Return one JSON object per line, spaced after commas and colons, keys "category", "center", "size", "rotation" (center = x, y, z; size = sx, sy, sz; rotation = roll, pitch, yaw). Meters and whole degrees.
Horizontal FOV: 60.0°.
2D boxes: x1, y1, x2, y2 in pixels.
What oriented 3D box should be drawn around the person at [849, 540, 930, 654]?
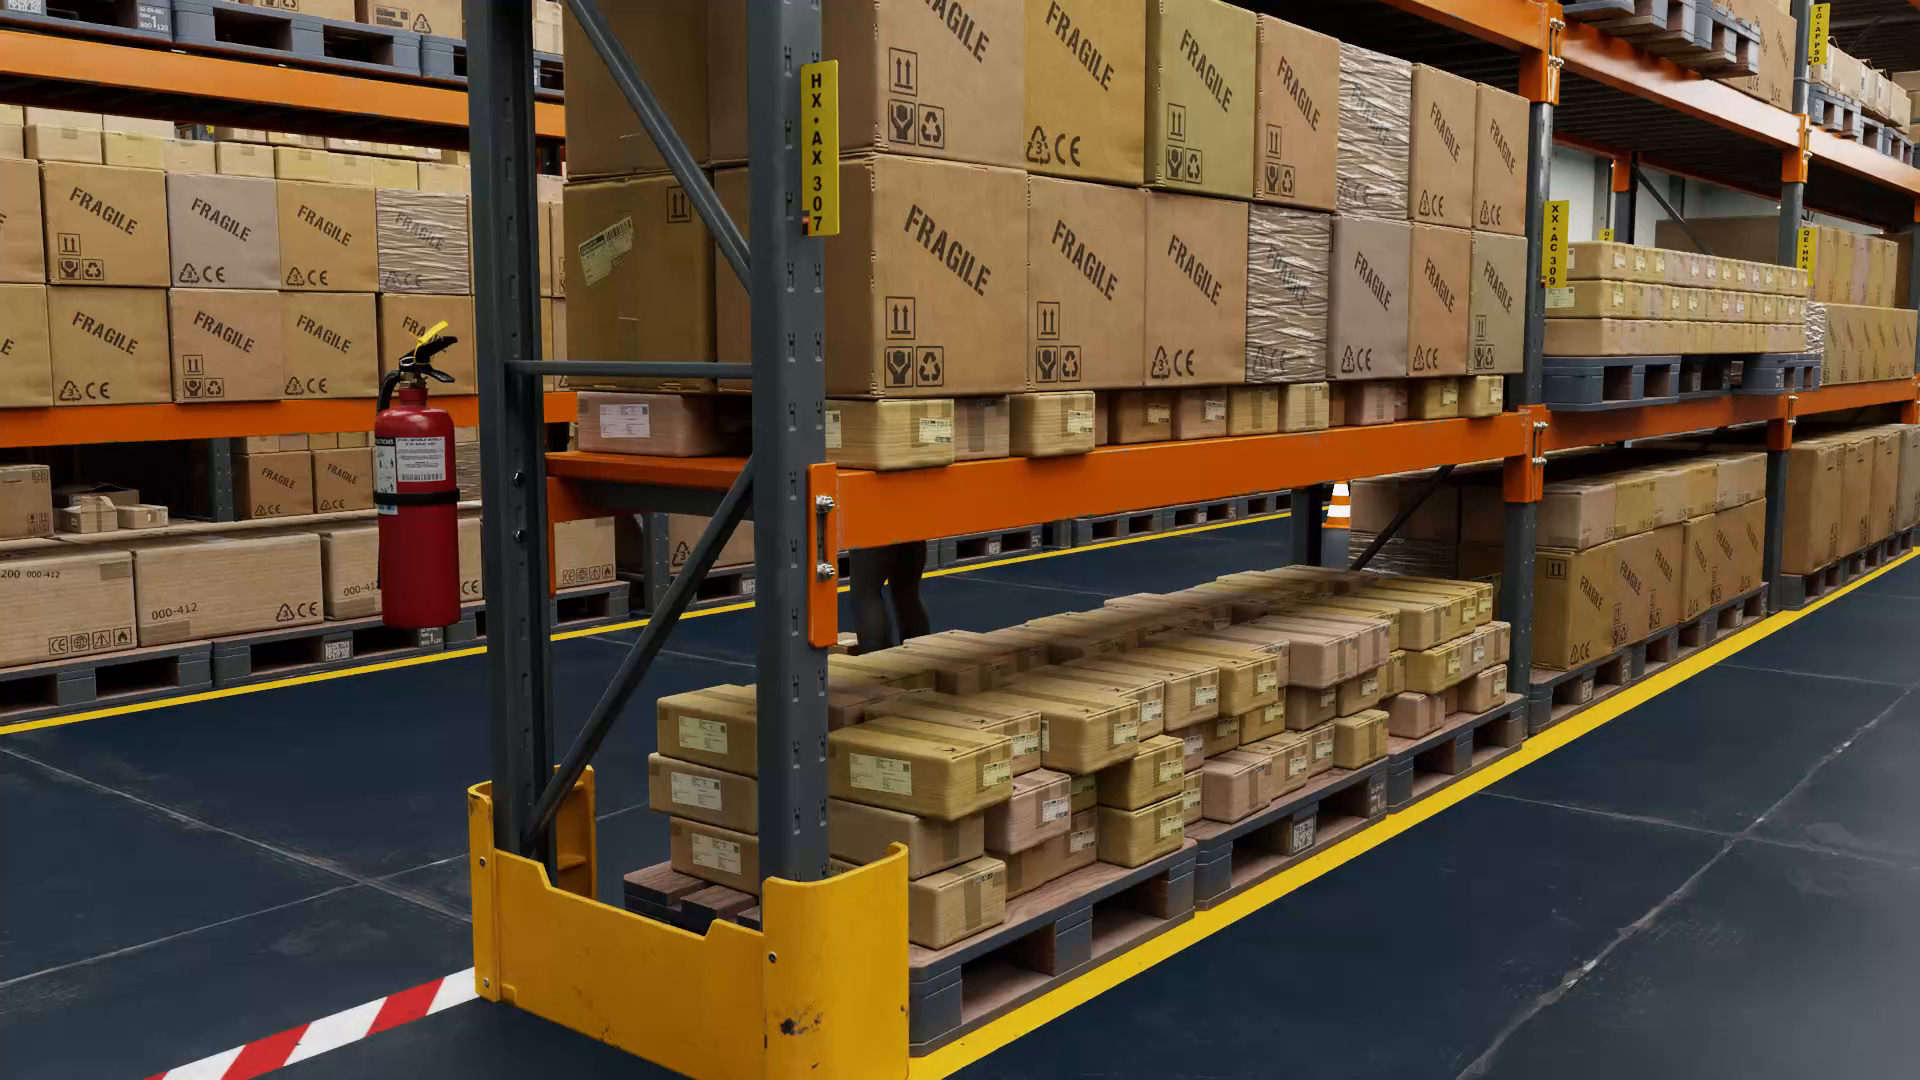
{"category": "person", "center": [-0.317, -0.116, 7.233], "size": [0.347, 1.655, 0.505], "rotation": [5, 9, 39]}
